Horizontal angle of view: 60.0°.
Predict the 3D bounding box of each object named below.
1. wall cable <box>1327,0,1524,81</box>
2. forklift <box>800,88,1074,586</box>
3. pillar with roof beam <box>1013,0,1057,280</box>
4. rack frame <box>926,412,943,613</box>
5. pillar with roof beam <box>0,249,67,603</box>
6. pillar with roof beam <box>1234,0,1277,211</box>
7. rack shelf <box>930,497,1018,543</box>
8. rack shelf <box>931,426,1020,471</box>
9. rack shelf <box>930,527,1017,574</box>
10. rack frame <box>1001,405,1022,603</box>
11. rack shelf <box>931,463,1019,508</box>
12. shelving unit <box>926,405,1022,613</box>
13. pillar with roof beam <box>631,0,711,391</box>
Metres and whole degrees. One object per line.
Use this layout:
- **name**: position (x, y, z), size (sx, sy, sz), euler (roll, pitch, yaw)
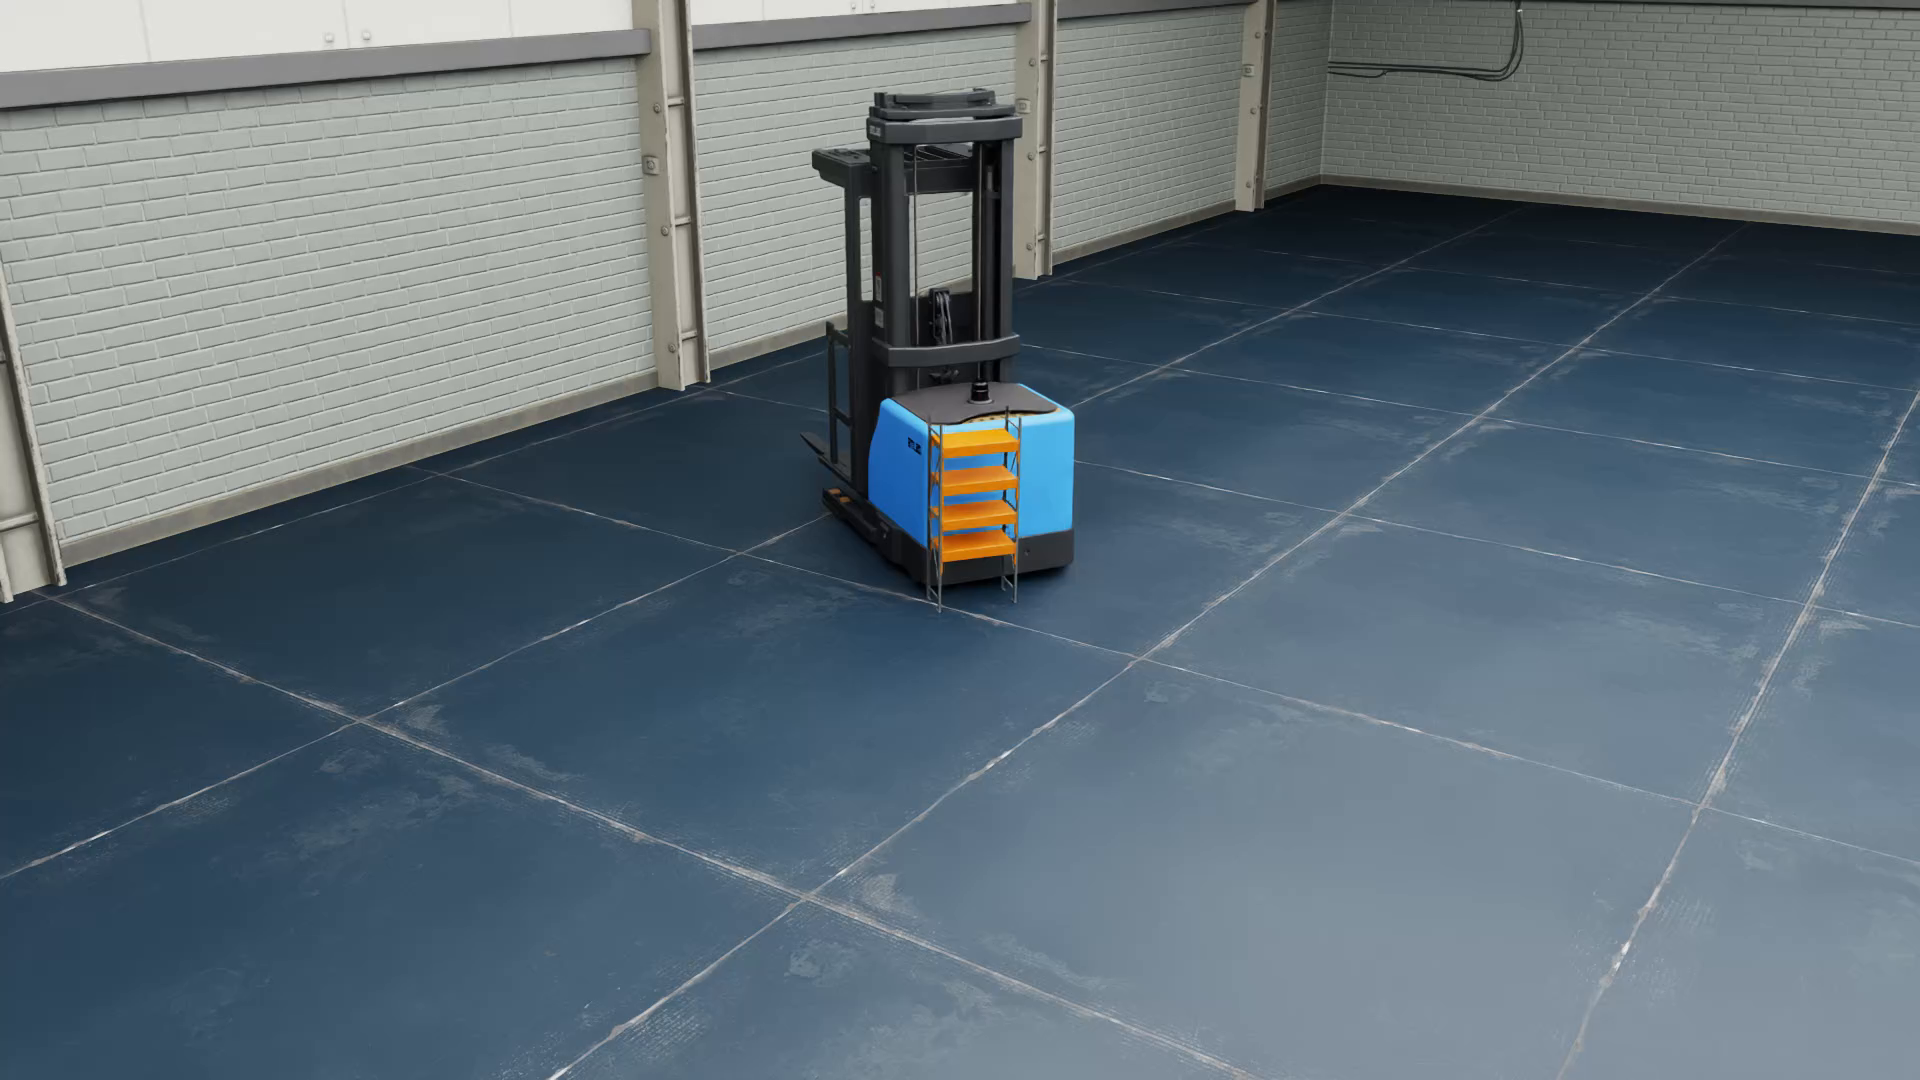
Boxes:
- **wall cable**: position (6.985, -8.214, 24.976), size (3.097, 2.526, 0.112), euler (13, 24, 32)
- **forklift**: position (-0.325, -1.564, 11.269), size (1.130, 2.935, 3.031), euler (-9, 22, -22)
- **pillar with roof beam**: position (4.422, -6.522, 15.926), size (9.100, 9.000, 0.400), euler (13, 24, 32)
- **rack frame**: position (-0.152, -0.155, 9.937), size (0.015, 1.200, 0.240), euler (-7, 24, -18)
- **pillar with roof beam**: position (-2.323, -3.079, 6.618), size (9.100, 9.000, 0.400), euler (13, 24, 32)
- **pillar with roof beam**: position (7.795, -8.244, 20.580), size (9.100, 9.000, 0.400), euler (13, 24, 32)
- **rack shelf**: position (0.078, -0.120, 10.037), size (0.480, 0.148, 0.258), euler (-7, 24, -18)
- **rack shelf**: position (0.084, -0.545, 9.859), size (0.480, 0.148, 0.258), euler (-7, 24, -18)
- **rack shelf**: position (0.075, 0.063, 10.114), size (0.480, 0.148, 0.258), euler (-7, 24, -18)
- **rack frame**: position (0.309, -0.210, 10.086), size (0.015, 1.200, 0.240), euler (-7, 24, -18)
- **rack shelf**: position (0.081, -0.327, 9.951), size (0.480, 0.148, 0.258), euler (-7, 24, -18)
- **shelving unit**: position (0.079, -0.182, 10.011), size (0.503, 1.200, 0.258), euler (-7, 24, -18)
- **pillar with roof beam**: position (1.050, -4.801, 11.272), size (9.100, 9.000, 0.400), euler (13, 24, 32)
